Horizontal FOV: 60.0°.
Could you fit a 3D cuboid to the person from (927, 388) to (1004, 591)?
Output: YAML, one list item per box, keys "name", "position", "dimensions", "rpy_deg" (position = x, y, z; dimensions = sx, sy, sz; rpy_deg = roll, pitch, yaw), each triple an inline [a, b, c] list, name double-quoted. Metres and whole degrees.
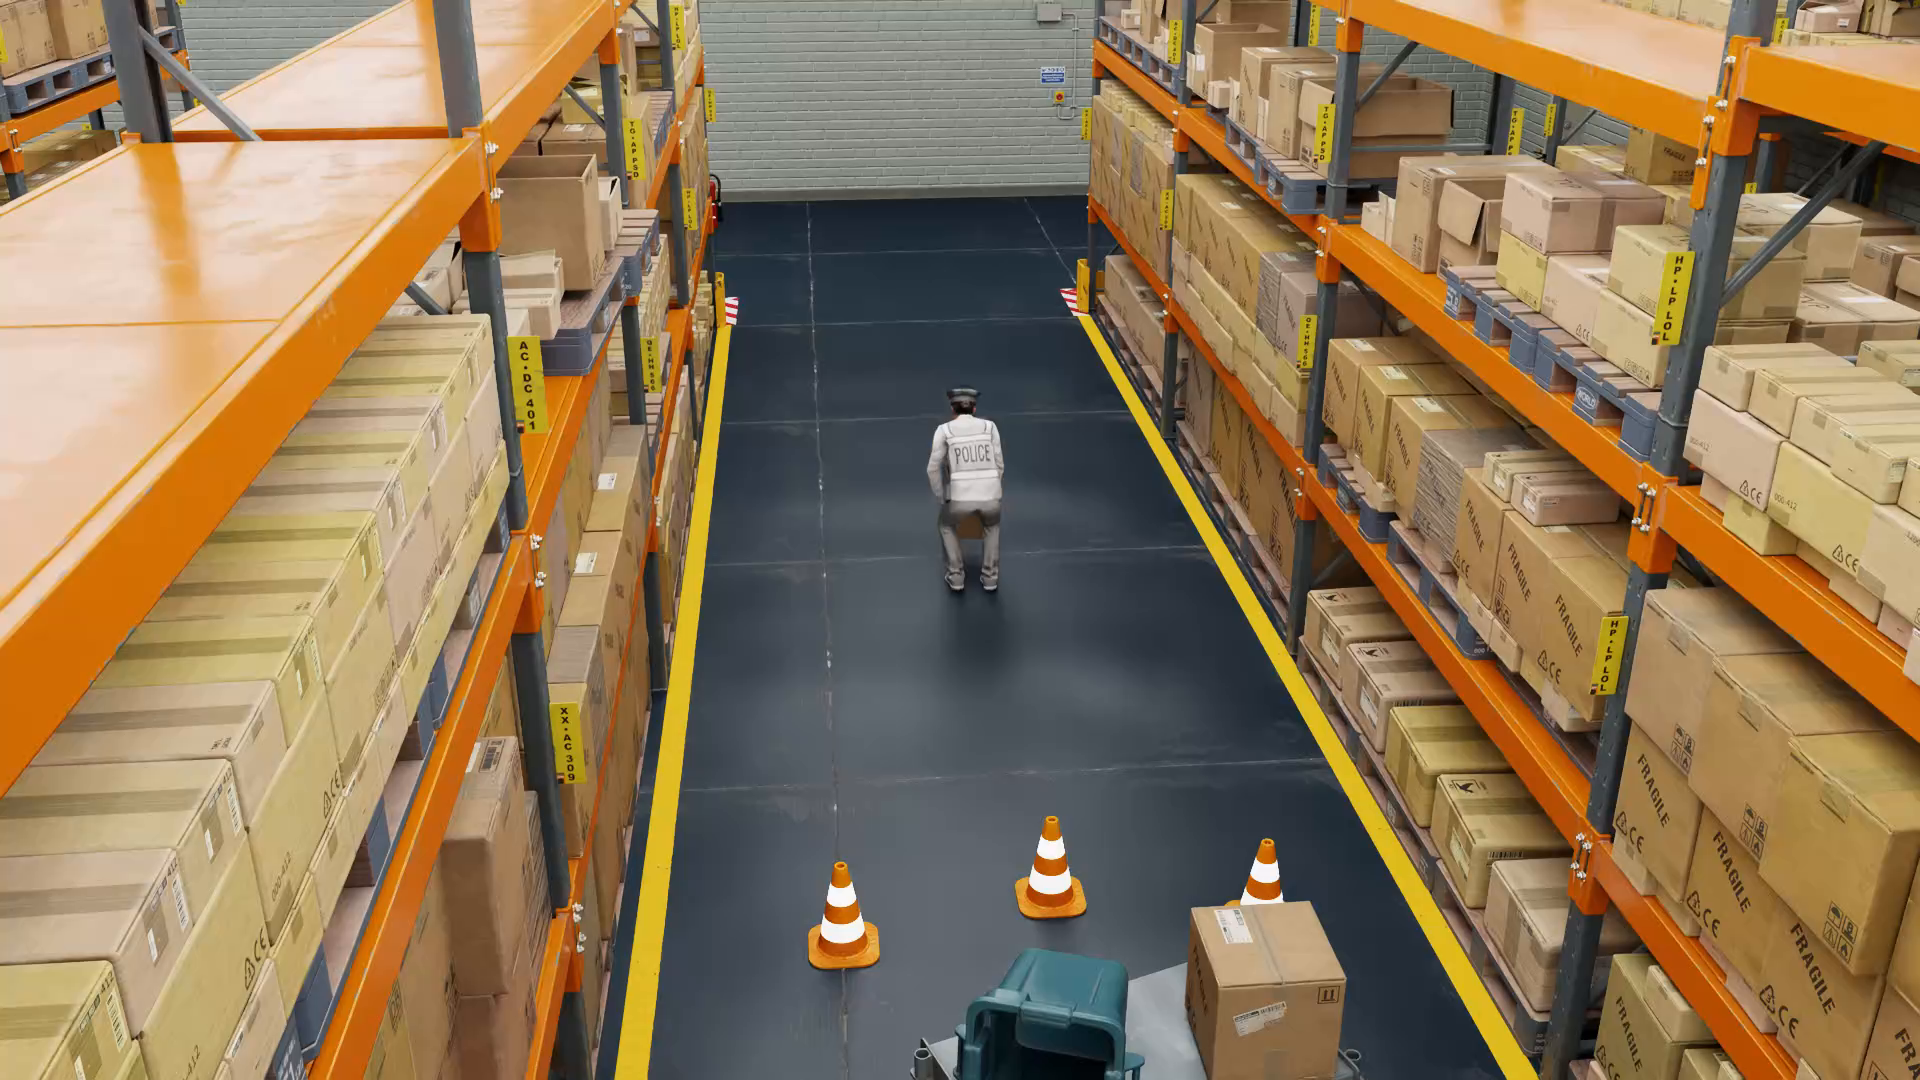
- name: "person"
  position: [0.043, -0.335, 11.428]
  dimensions: [0.535, 1.376, 0.708]
  rpy_deg: [-2, 24, -5]
